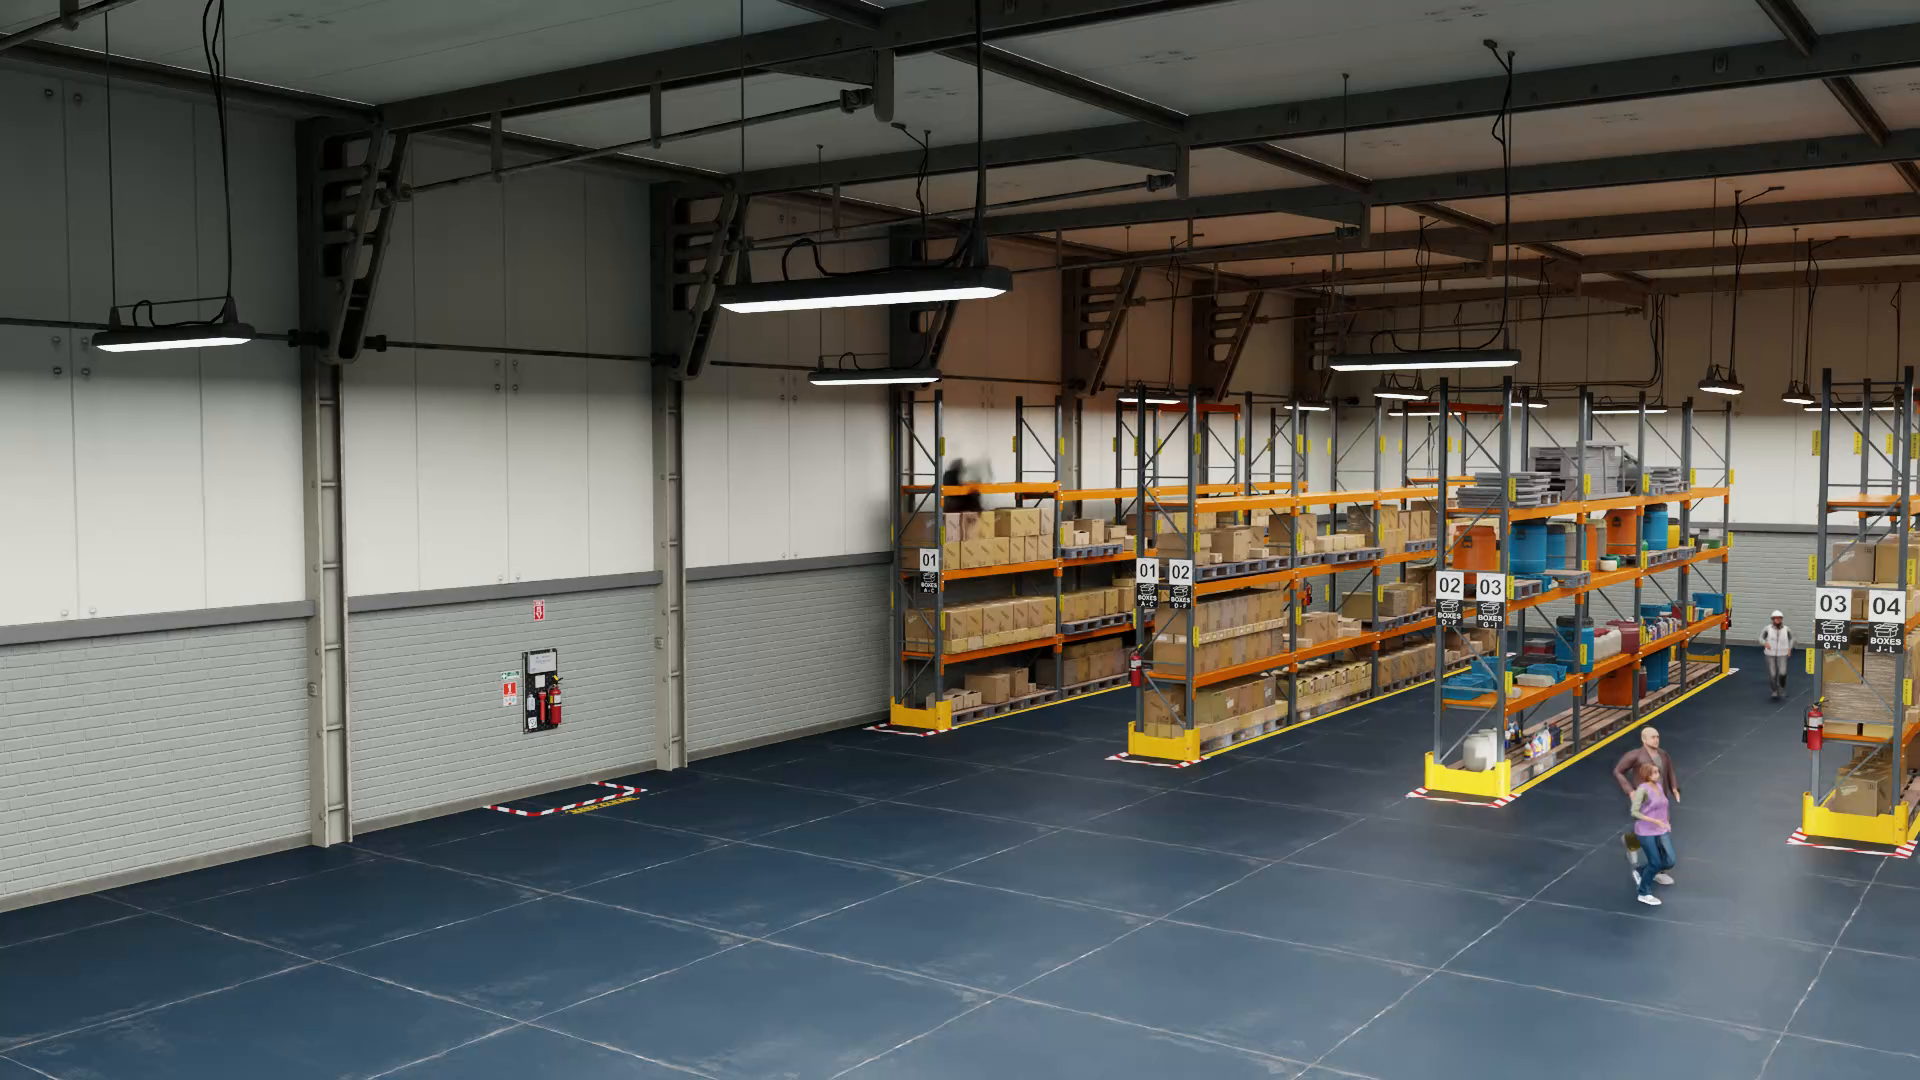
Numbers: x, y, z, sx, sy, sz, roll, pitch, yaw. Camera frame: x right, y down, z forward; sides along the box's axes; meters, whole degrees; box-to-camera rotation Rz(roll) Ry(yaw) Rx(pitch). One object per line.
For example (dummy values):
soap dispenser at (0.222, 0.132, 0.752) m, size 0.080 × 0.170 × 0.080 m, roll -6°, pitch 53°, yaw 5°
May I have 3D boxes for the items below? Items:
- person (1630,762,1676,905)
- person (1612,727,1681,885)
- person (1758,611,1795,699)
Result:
person at (7.559, 3.200, 18.147) m, size 0.530 × 1.553 × 0.551 m, roll -2°, pitch 4°, yaw -31°
person at (7.950, 3.033, 19.257) m, size 0.743 × 1.750 × 0.934 m, roll -1°, pitch 3°, yaw -18°
person at (16.165, 2.274, 32.931) m, size 0.666 × 1.746 × 0.621 m, roll 2°, pitch 4°, yaw 25°
